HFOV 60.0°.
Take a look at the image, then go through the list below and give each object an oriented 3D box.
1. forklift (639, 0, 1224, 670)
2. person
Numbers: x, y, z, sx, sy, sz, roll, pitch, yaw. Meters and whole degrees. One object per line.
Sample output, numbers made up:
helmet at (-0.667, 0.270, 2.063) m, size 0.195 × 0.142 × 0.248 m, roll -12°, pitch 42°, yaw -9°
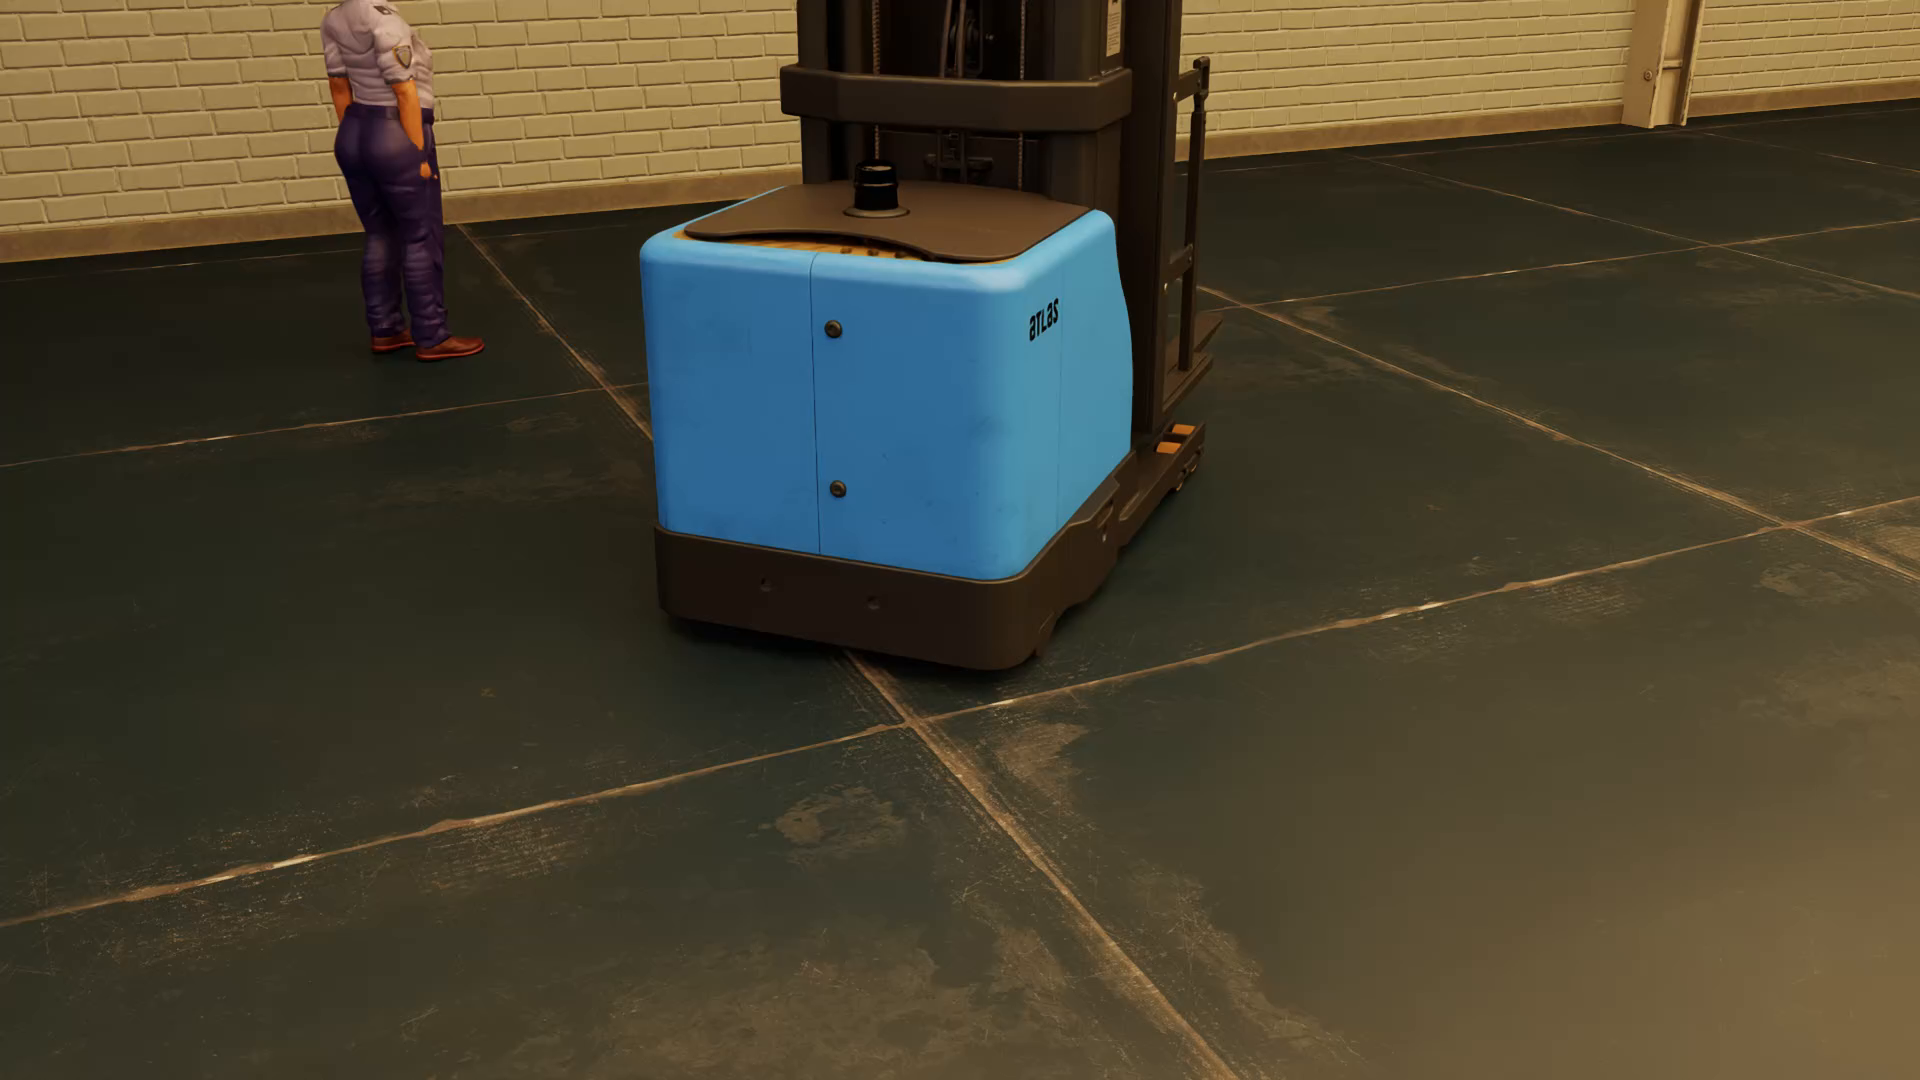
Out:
forklift at (0.194, -1.564, 5.051) m, size 1.130 × 2.935 × 3.031 m, roll 9°, pitch 24°, yaw 20°
person at (-2.288, -1.557, 6.715) m, size 0.484 × 1.652 × 0.362 m, roll 14°, pitch 26°, yaw 30°
